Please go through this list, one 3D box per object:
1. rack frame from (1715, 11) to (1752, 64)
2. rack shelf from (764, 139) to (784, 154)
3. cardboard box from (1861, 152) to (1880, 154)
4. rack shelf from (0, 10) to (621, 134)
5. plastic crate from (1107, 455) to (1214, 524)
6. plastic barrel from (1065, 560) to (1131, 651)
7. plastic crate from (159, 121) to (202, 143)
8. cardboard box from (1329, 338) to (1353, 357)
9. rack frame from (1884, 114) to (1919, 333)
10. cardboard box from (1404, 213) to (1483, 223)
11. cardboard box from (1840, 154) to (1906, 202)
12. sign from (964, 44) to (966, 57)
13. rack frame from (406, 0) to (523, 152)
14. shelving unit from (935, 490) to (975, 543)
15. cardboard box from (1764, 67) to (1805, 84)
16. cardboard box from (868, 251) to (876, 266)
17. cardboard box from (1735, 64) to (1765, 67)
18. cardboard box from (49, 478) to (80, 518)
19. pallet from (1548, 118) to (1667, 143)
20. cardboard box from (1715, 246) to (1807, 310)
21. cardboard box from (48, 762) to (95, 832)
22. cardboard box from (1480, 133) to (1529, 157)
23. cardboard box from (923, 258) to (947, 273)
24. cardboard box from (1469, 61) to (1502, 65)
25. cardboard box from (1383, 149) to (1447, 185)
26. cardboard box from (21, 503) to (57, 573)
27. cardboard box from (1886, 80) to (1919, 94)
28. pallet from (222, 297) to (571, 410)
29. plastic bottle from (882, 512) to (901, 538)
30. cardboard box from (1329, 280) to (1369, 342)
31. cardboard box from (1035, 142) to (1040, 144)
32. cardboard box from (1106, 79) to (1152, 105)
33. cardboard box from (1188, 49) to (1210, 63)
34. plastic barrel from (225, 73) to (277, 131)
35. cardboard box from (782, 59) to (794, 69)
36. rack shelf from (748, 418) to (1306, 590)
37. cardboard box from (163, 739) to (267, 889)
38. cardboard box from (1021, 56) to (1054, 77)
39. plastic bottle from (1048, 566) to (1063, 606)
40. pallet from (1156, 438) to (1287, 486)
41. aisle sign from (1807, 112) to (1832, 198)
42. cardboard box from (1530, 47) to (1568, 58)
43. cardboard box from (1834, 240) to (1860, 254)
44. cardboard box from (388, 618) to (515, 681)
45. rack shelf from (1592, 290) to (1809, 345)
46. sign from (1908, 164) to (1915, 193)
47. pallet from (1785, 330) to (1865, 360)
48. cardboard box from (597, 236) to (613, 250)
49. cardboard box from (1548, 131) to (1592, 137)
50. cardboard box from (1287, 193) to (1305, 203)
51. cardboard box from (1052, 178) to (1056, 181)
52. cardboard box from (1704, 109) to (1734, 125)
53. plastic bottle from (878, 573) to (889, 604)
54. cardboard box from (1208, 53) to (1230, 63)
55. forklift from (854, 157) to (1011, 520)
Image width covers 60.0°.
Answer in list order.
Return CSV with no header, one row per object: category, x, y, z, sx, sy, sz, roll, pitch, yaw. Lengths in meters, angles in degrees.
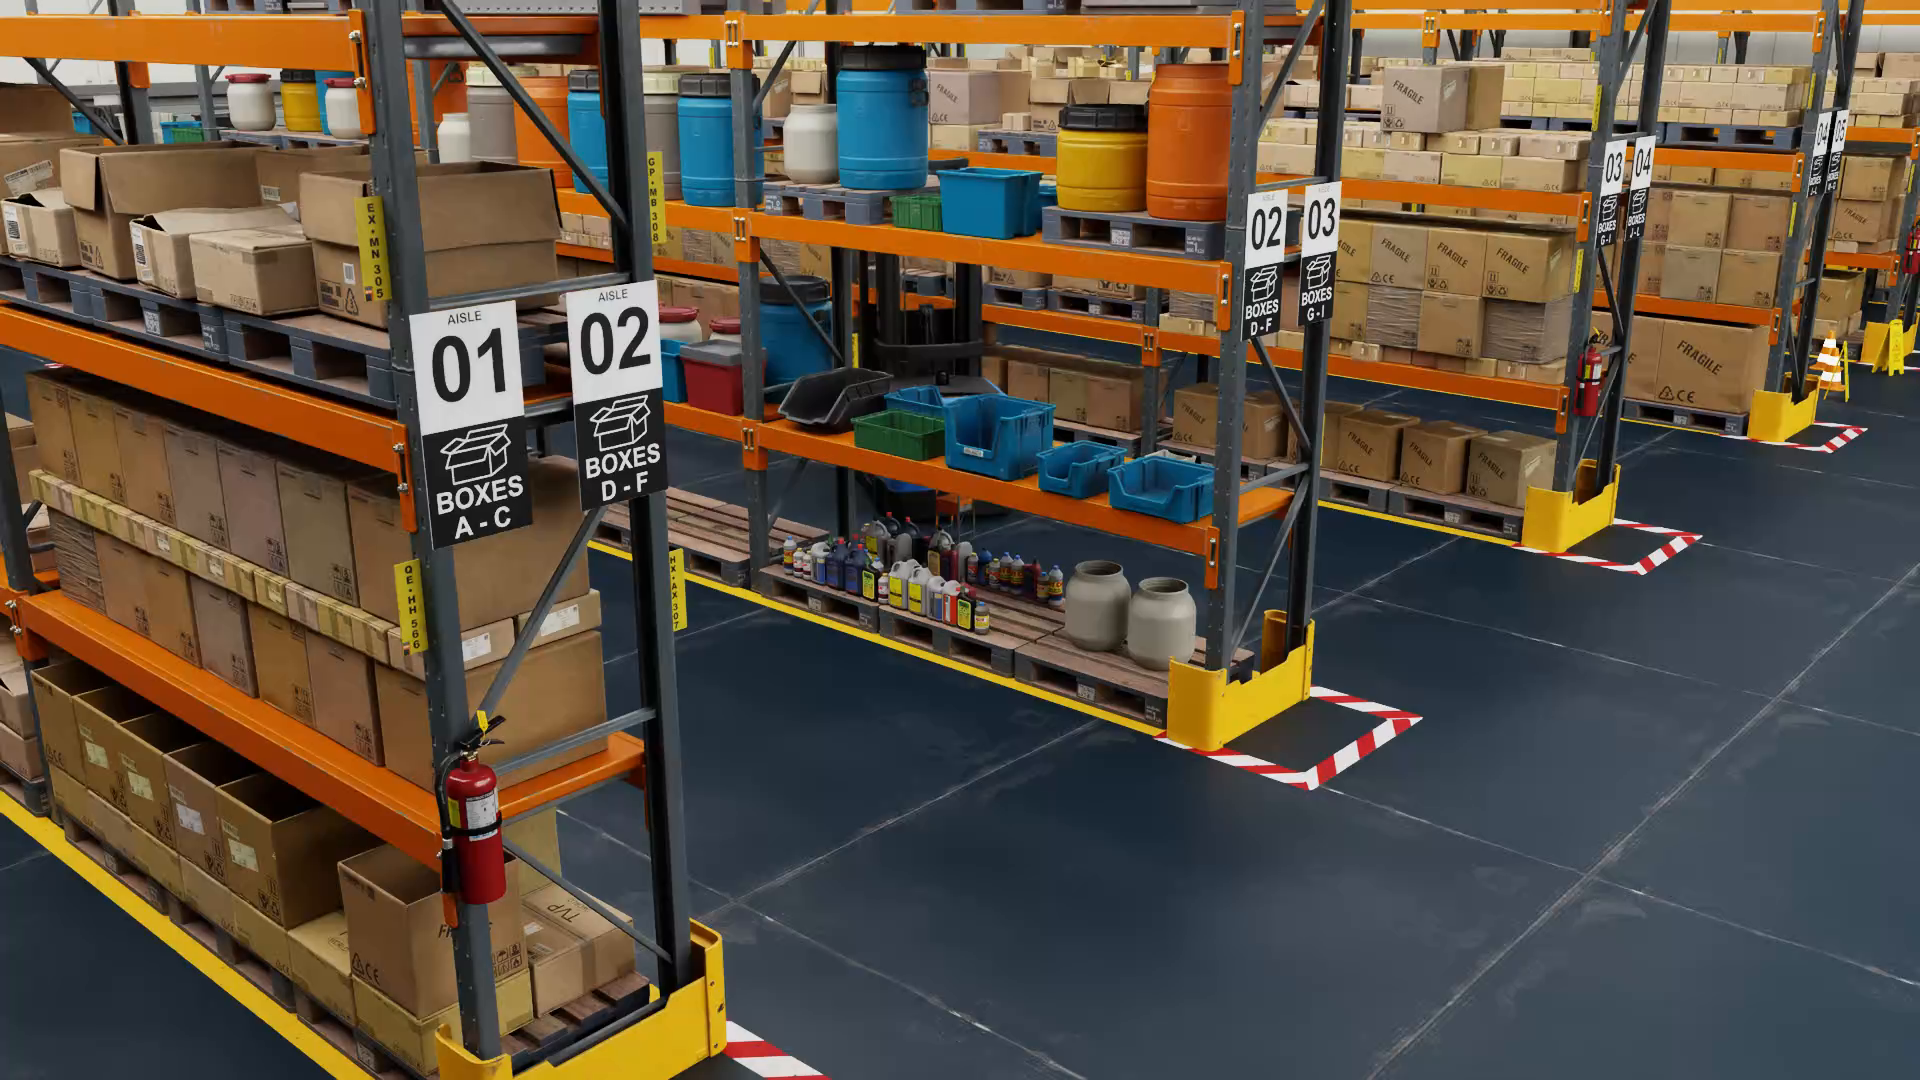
rack frame,11.974,-8.496,25.505,0.127,3.000,1.000,15,23,39
rack shelf,-2.384,-4.562,19.257,4.000,0.370,1.077,15,23,39
cardboard box,13.718,-5.764,25.087,0.250,0.149,0.380,15,23,40
rack shelf,-2.979,-1.954,6.743,4.000,0.370,1.077,15,23,39
plastic crate,1.235,-0.308,9.871,0.616,0.251,0.499,15,23,39
plastic barrel,0.890,0.424,10.737,0.421,0.512,0.421,0,18,0
plastic crate,-8.060,-4.216,17.257,0.300,0.233,0.416,15,23,39
cardboard box,3.413,-1.701,14.429,0.250,0.149,0.380,15,23,39
rack frame,11.674,-3.709,20.341,0.127,3.000,1.000,15,23,39
cardboard box,4.121,-2.507,14.243,0.500,0.500,0.500,15,23,39
cardboard box,11.147,-4.428,20.297,0.500,0.500,0.700,14,23,38
sign,0.077,-8.856,30.266,0.005,0.325,0.100,15,23,39
rack frame,-4.176,-4.812,13.899,0.127,3.000,1.000,15,23,39
shelving unit,-0.040,-0.511,13.487,0.252,1.050,0.215,15,23,39
cardboard box,7.986,-4.498,16.104,0.250,0.149,0.380,15,23,40
cardboard box,-1.071,-3.280,18.823,0.500,0.500,0.500,16,24,41
cardboard box,8.047,-4.748,16.892,0.250,0.149,0.380,15,23,39
cardboard box,-4.214,-0.238,8.167,0.250,0.149,0.380,15,23,40
pallet,6.985,-4.348,17.541,1.213,0.211,1.003,15,23,39
cardboard box,8.156,-2.705,16.928,0.550,0.550,0.875,15,23,39
cardboard box,-4.329,1.242,8.589,0.500,0.250,0.500,15,23,39
cardboard box,4.287,-3.109,13.081,0.250,0.149,0.380,14,22,37
cardboard box,0.026,-3.132,17.663,0.700,0.500,0.500,-14,22,-38
cardboard box,5.710,-5.109,18.030,0.250,0.149,0.380,15,23,39
cardboard box,3.813,-3.069,13.613,0.500,0.250,0.500,16,23,40
cardboard box,-4.872,-0.047,9.050,0.500,0.250,0.500,-17,24,-42
cardboard box,11.225,-5.400,19.808,0.250,0.149,0.380,15,23,40
pallet,-1.994,-0.762,6.241,1.213,0.211,1.003,15,23,39
plastic bottle,-0.511,-0.033,12.408,0.185,0.351,0.144,14,23,38
cardboard box,3.537,-2.060,14.486,0.500,0.500,0.875,15,23,39
cardboard box,1.401,-6.879,28.510,0.500,0.500,0.500,15,23,40
cardboard box,1.818,-4.066,15.641,0.637,0.503,0.797,14,22,37
cardboard box,4.694,-9.231,31.711,0.500,0.250,0.500,16,23,40
plastic barrel,-6.940,-4.288,16.287,0.433,0.535,0.433,0,18,0
cardboard box,-2.501,-7.174,25.062,0.250,0.149,0.380,16,24,41
rack shelf,0.312,-0.405,11.119,4.000,0.370,1.077,15,23,39
cardboard box,-3.212,1.188,7.521,0.500,0.500,0.500,15,23,39
cardboard box,1.029,-6.294,22.094,0.258,0.266,0.396,15,23,39
plastic bottle,0.659,0.310,11.460,0.097,0.271,0.097,0,18,0
pallet,2.630,-0.814,15.829,1.213,0.211,1.003,15,23,39
aisle sign,8.317,-3.726,16.096,0.004,0.787,0.394,15,23,39
cardboard box,9.806,-7.885,27.515,0.500,0.500,0.700,14,23,38
cardboard box,10.989,-3.642,20.544,0.250,0.149,0.380,15,23,39
cardboard box,-1.895,0.383,6.209,0.250,0.149,0.380,15,23,38
rack shelf,6.968,-2.628,18.122,4.000,0.370,1.077,15,23,39
sign,11.290,-4.290,19.735,0.005,0.325,0.100,15,23,39
pallet,11.033,-2.566,21.350,1.213,0.211,1.003,15,23,39
cardboard box,-4.325,-3.744,20.865,0.250,0.149,0.380,15,23,40
cardboard box,4.913,-3.197,13.356,0.250,0.149,0.380,16,23,40
cardboard box,4.333,-4.199,20.066,0.500,0.500,0.700,15,23,40
cardboard box,1.478,-4.887,22.788,0.250,0.149,0.380,16,24,42
cardboard box,7.609,-4.219,16.544,0.250,0.149,0.380,15,23,40
plastic bottle,-0.518,0.330,11.510,0.097,0.201,0.097,0,18,0
cardboard box,4.179,-7.281,25.778,0.500,0.500,0.500,15,23,40
forklift,-0.403,-1.971,14.976,1.130,2.935,3.031,-4,18,-13
